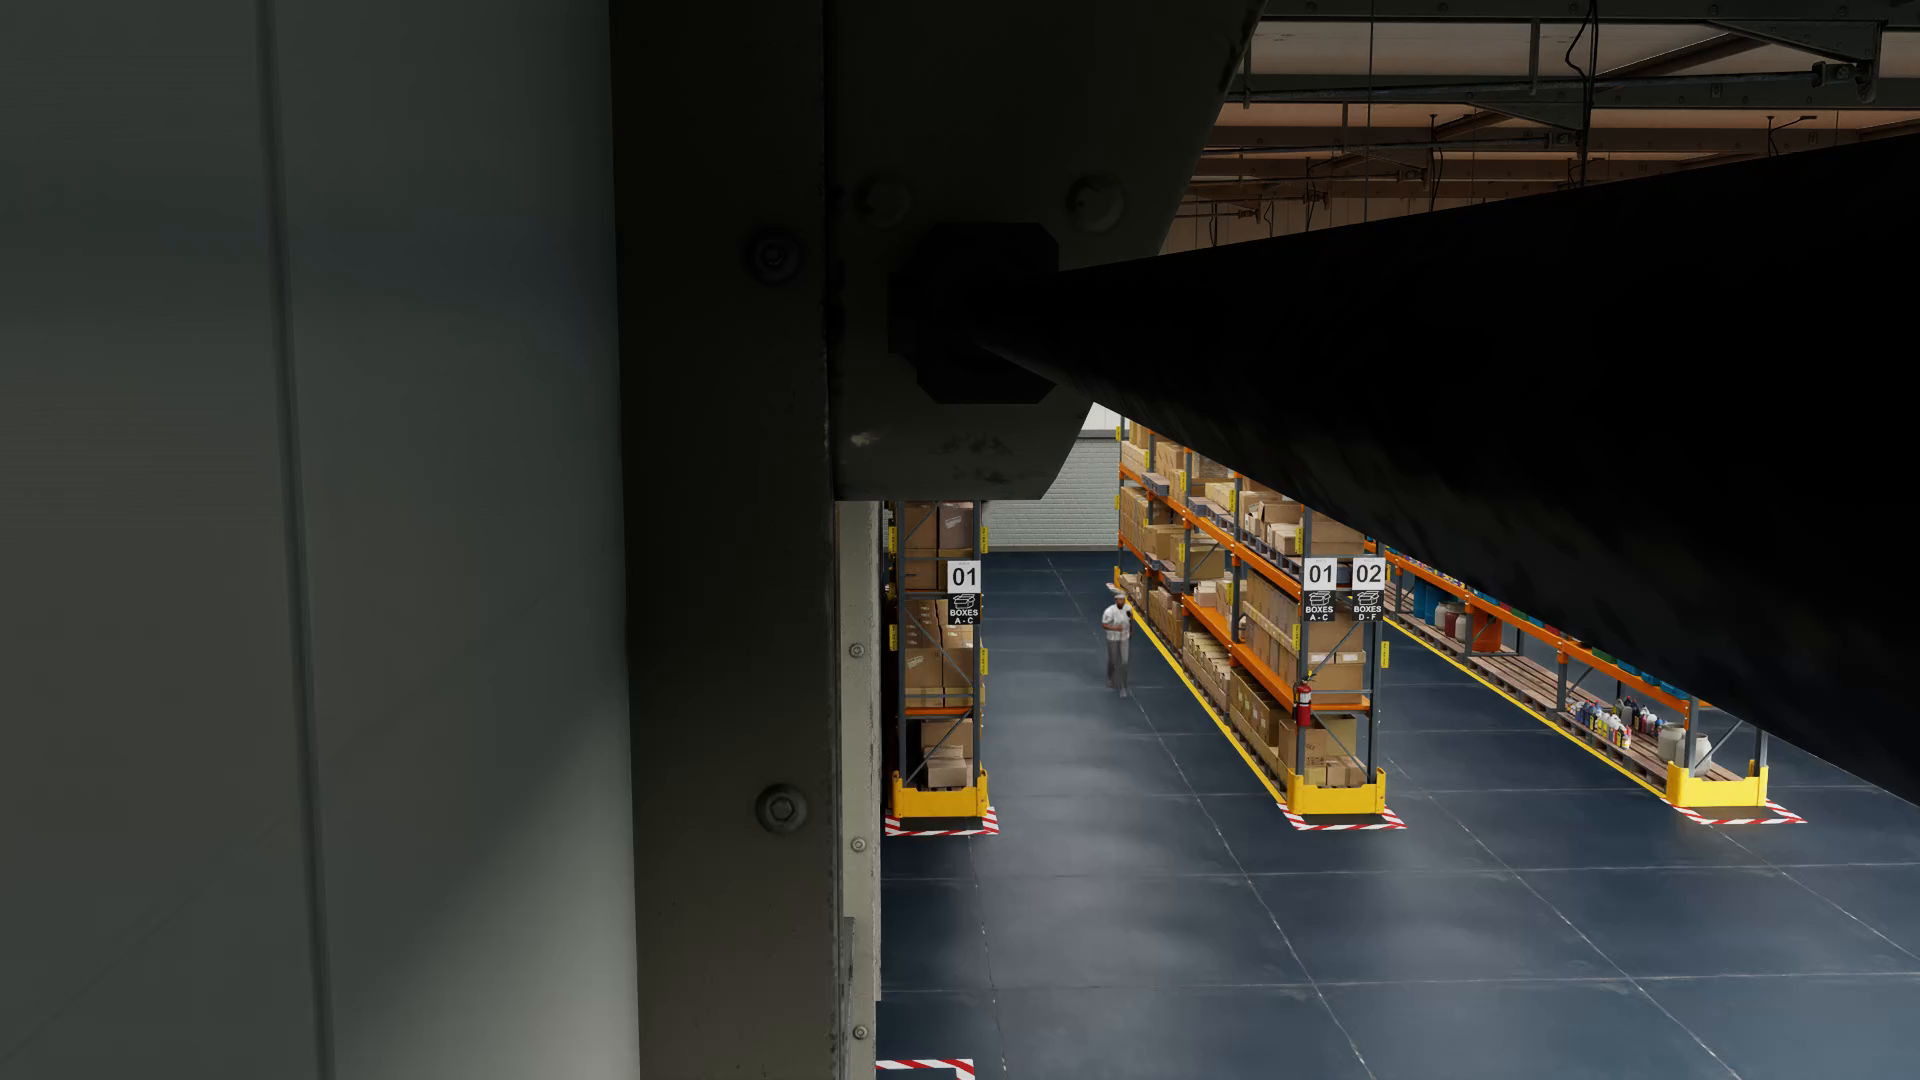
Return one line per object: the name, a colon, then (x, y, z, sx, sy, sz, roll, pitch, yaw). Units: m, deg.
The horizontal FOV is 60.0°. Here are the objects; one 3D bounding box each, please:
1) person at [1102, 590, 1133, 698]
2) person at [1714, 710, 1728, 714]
person: (2.551, 1.637, 26.946, 0.600, 1.731, 0.918, -2, 8, -13)
person: (11.756, 1.808, 25.630, 0.661, 1.731, 0.544, -1, 8, -9)
